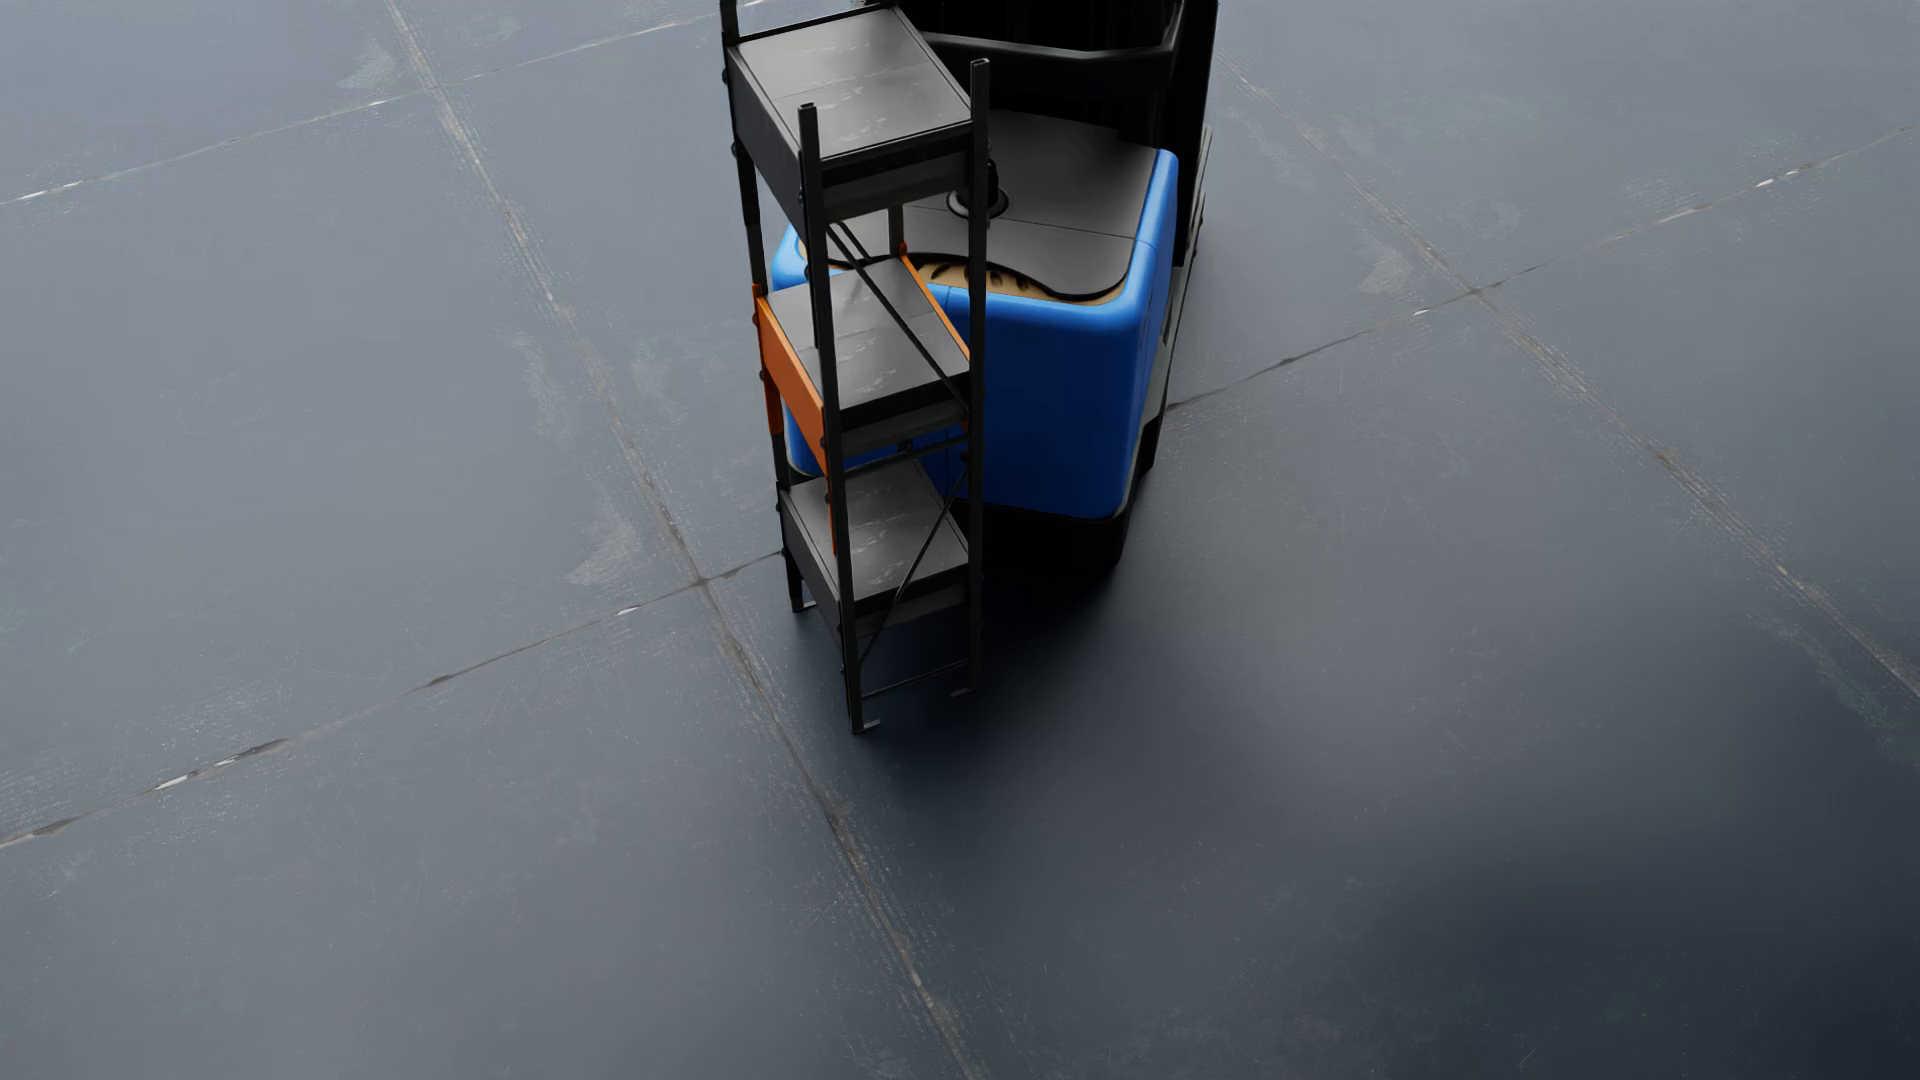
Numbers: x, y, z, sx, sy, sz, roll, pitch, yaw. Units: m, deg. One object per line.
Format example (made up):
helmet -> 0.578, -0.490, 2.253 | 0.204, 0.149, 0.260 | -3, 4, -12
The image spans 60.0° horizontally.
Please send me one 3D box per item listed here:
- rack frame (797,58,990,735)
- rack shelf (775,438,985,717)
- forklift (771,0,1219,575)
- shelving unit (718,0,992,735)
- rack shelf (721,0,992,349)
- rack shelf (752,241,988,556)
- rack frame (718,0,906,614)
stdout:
rack frame -> -0.127, -0.198, 4.028 | 0.400, 2.100, 0.015 | -19, 51, -16
rack shelf -> -0.227, 0.104, 4.712 | 0.431, 0.518, 0.480 | -19, 51, -16
forklift -> 0.295, -1.993, 5.046 | 1.130, 2.935, 3.031 | 10, 50, 8
shelving unit -> -0.227, -0.366, 4.175 | 0.431, 2.100, 0.503 | -19, 51, -16
rack shelf -> -0.227, -0.818, 3.658 | 0.431, 0.518, 0.480 | -19, 51, -16
rack shelf -> -0.227, -0.357, 4.185 | 0.431, 0.518, 0.480 | -19, 51, -16
rack frame -> -0.326, -0.534, 4.322 | 0.400, 2.100, 0.015 | -19, 51, -16
